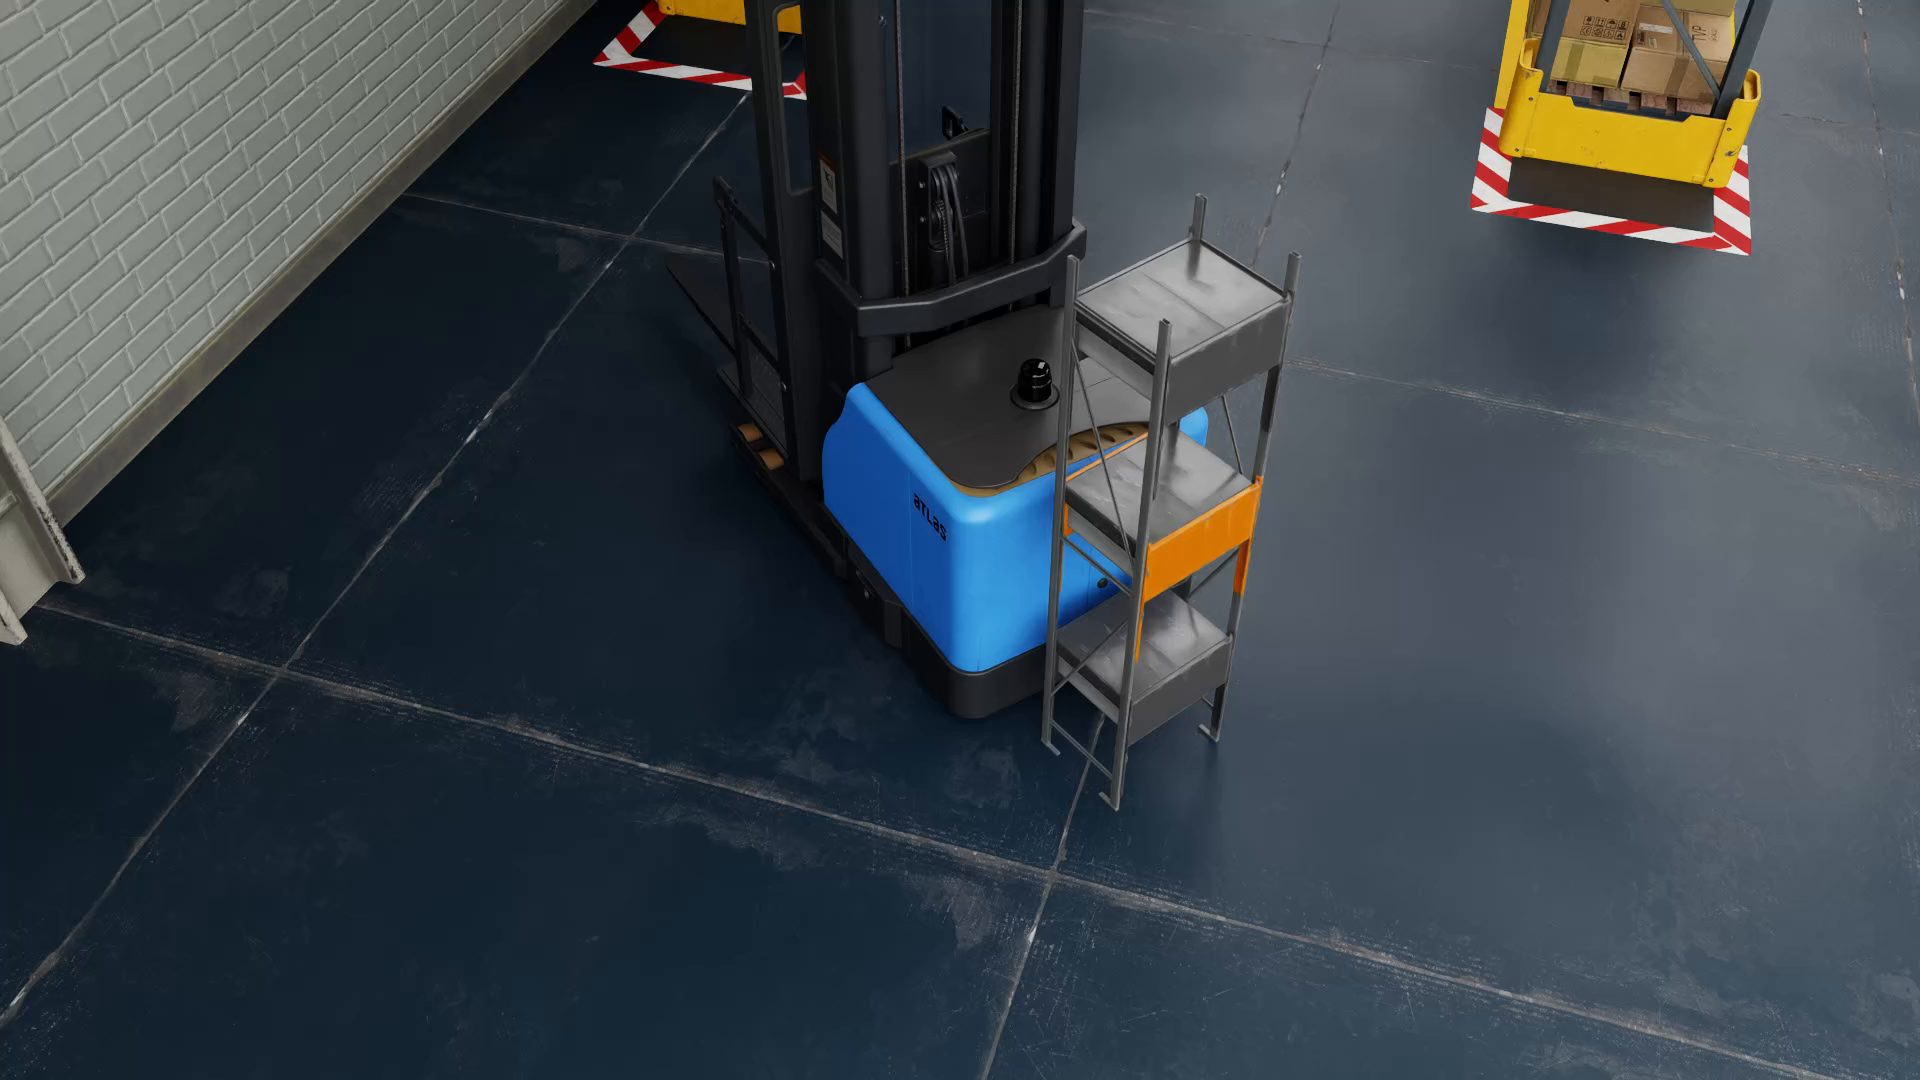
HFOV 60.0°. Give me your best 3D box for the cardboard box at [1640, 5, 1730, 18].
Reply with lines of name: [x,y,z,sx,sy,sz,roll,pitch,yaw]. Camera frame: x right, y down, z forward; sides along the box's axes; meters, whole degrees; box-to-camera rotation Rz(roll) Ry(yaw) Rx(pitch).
cardboard box: [3.997,-2.949,9.285,0.500,0.250,0.500,13,46,13]

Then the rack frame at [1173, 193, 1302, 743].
rack frame: [0.804,-0.131,5.383,0.015,2.100,0.400,-29,51,-26]

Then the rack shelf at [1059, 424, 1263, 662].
rack shelf: [0.613,-0.015,5.283,0.480,0.518,0.431,-29,51,-26]

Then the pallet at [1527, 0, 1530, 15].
pallet: [4.038,-3.470,10.145,1.003,0.211,1.213,13,46,13]

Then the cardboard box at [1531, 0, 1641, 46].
cardboard box: [3.354,-2.993,8.794,0.500,0.500,0.500,13,46,13]

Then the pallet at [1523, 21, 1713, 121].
pallet: [3.667,-2.659,9.317,1.003,0.211,1.213,13,46,13]

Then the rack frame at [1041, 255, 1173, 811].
rack frame: [0.423,0.082,5.165,0.015,2.100,0.400,-29,51,-26]

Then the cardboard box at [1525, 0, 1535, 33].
cardboard box: [3.496,-3.061,9.399,0.500,0.250,0.500,13,46,13]

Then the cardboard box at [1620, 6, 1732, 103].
cardboard box: [3.849,-2.615,8.943,0.500,0.250,0.500,13,46,13]

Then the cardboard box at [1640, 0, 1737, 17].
cardboard box: [3.999,-3.217,9.022,0.500,0.500,0.500,13,46,13]

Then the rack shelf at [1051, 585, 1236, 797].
rack shelf: [0.613,0.485,5.773,0.480,0.518,0.431,-29,51,-26]

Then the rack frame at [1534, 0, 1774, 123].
rack frame: [3.475,-3.137,7.811,1.000,3.000,0.127,13,46,13]

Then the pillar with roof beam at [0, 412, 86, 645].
pillar with roof beam: [0.426,-2.067,2.428,9.100,9.000,0.400,13,46,13]

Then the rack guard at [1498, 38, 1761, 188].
rack guard: [3.468,-2.228,8.669,1.175,0.500,0.348,13,46,13]

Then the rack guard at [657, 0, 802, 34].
rack guard: [-1.224,-3.341,9.807,1.175,0.500,0.348,13,46,13]

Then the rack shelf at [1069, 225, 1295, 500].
rack shelf: [0.613,-0.515,4.794,0.480,0.518,0.431,-29,51,-26]

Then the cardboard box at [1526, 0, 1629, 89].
cardboard box: [3.356,-2.725,9.056,0.500,0.250,0.500,13,46,13]

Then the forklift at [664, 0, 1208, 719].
forklift: [-0.320,-1.421,6.107,1.130,2.935,3.031,-23,49,-22]

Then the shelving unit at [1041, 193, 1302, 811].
shelving unit: [0.613,-0.025,5.274,0.503,2.100,0.431,-29,51,-26]
